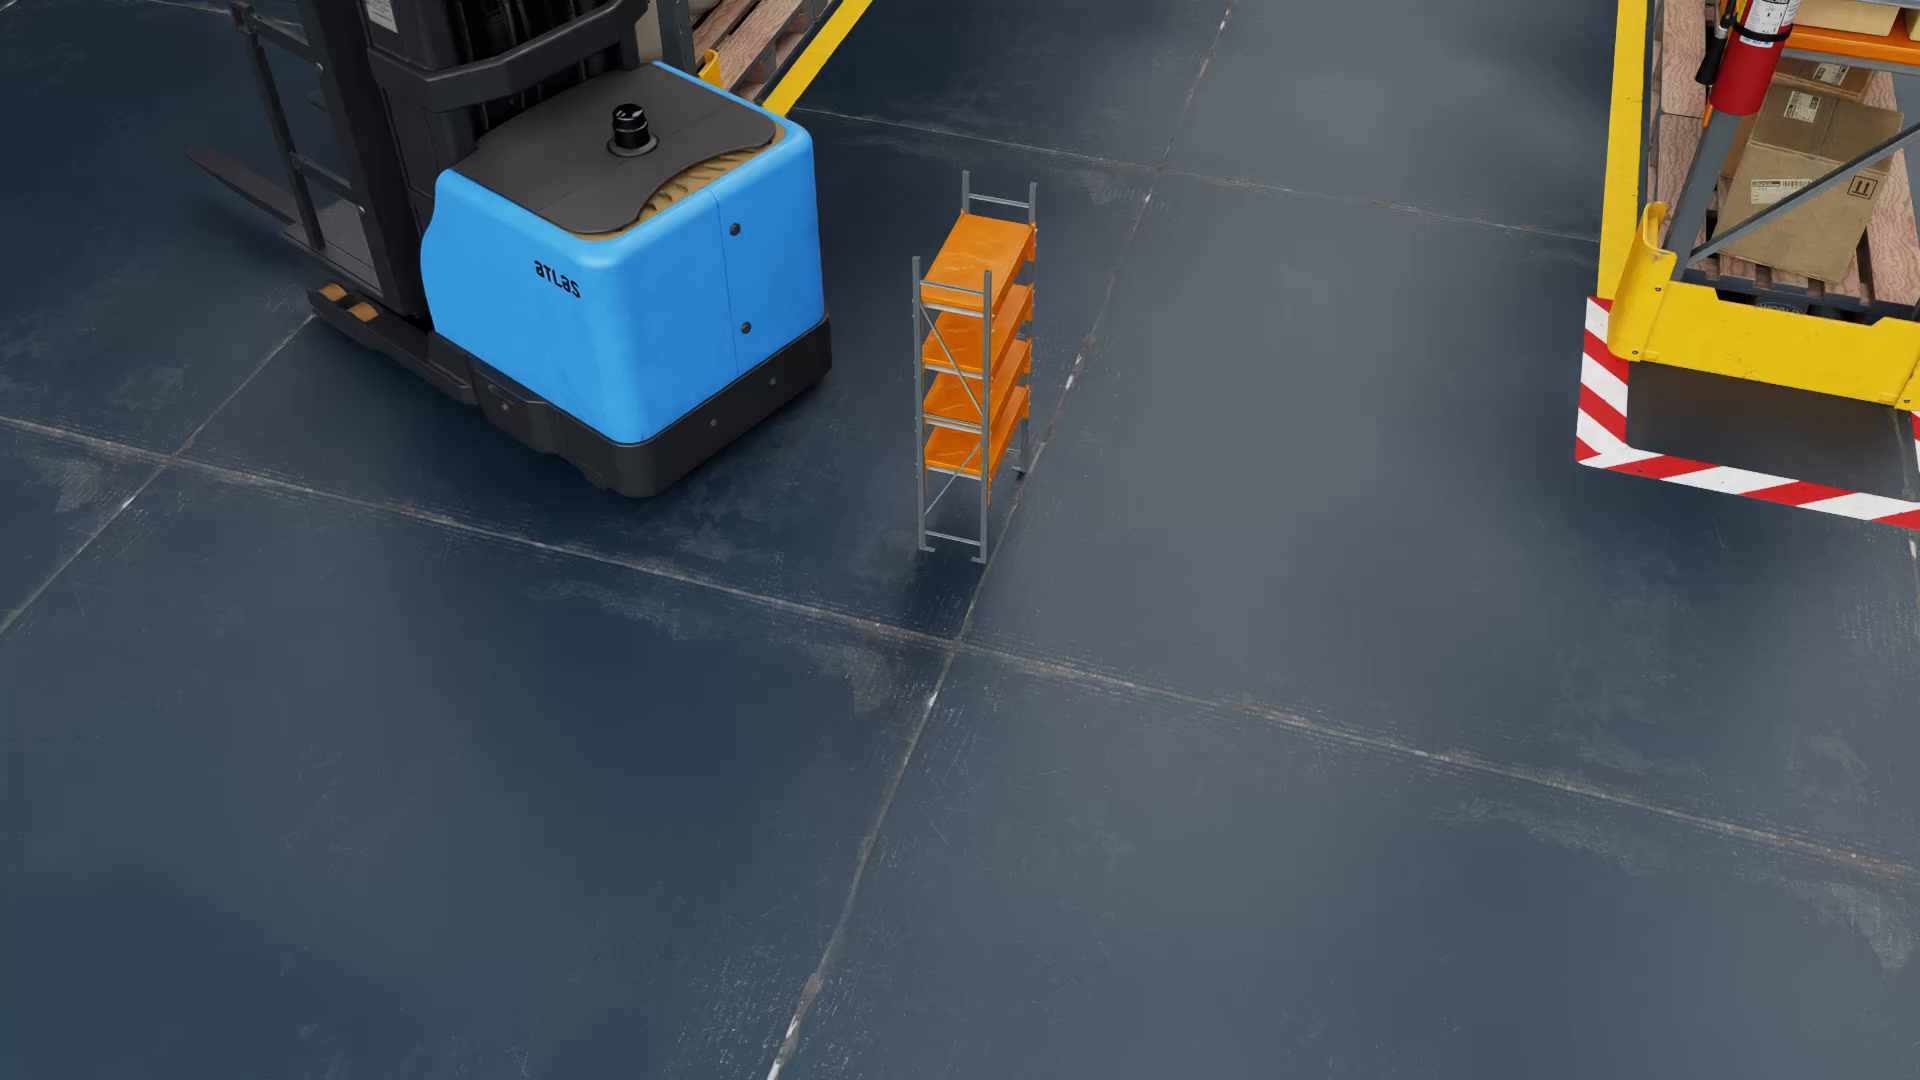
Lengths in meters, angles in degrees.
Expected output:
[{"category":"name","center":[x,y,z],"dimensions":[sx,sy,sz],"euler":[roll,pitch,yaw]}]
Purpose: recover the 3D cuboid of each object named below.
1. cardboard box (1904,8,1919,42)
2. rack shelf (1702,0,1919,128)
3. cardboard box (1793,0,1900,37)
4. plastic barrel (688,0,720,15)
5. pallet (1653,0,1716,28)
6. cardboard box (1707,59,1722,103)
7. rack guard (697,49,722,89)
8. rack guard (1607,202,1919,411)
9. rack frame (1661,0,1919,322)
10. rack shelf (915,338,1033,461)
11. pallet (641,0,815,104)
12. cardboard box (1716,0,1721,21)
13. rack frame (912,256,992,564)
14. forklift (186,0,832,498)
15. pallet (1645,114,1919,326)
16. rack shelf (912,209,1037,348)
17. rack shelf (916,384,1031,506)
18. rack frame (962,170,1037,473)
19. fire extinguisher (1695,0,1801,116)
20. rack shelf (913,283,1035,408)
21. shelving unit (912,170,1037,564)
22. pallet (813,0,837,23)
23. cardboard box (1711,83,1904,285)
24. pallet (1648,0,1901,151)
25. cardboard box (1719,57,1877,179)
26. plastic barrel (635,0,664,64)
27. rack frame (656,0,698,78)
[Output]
[{"category":"cardboard box","center":[3.421,-1.781,5.605],"dimensions":[0.380,0.149,0.250],"euler":[13,46,13]},{"category":"rack shelf","center":[3.713,-2.807,6.988],"dimensions":[1.077,0.370,4.000],"euler":[13,46,13]},{"category":"cardboard box","center":[2.997,-1.875,5.701],"dimensions":[0.380,0.149,0.250],"euler":[13,46,13]},{"category":"plastic barrel","center":[-1.335,-2.830,7.976],"dimensions":[0.421,0.512,0.421],"euler":[0,44,0]},{"category":"pallet","center":[4.149,-2.945,8.609],"dimensions":[1.003,0.211,1.213],"euler":[13,46,13]},{"category":"cardboard box","center":[3.668,-2.219,7.360],"dimensions":[0.500,0.500,0.500],"euler":[17,47,16]},{"category":"rack guard","center":[-1.635,-1.947,7.383],"dimensions":[1.175,0.500,0.348],"euler":[13,46,13]},{"category":"rack guard","center":[3.130,-0.888,6.300],"dimensions":[1.175,0.500,0.348],"euler":[13,46,13]},{"category":"rack frame","center":[3.107,-1.731,5.374],"dimensions":[1.000,3.000,0.127],"euler":[13,46,13]},{"category":"rack shelf","center":[0.050,-0.491,5.490],"dimensions":[0.258,0.148,0.480],"euler":[13,46,12]},{"category":"pallet","center":[-1.384,-2.384,8.036],"dimensions":[1.003,0.211,1.213],"euler":[13,46,13]},{"category":"cardboard box","center":[3.880,-2.582,7.731],"dimensions":[0.500,0.500,0.500],"euler":[9,45,9]},{"category":"rack frame","center":[-0.024,-0.377,5.277],"dimensions":[0.240,1.200,0.015],"euler":[13,46,12]},{"category":"forklift","center":[-1.946,-2.067,5.767],"dimensions":[3.031,2.935,1.130],"euler":[30,52,27]},{"category":"pallet","center":[3.410,-1.319,6.947],"dimensions":[1.003,0.211,1.213],"euler":[13,46,13]},{"category":"rack shelf","center":[0.050,-0.820,5.168],"dimensions":[0.258,0.148,0.480],"euler":[13,46,12]},{"category":"rack shelf","center":[0.050,-0.349,5.629],"dimensions":[0.258,0.148,0.480],"euler":[13,46,12]},{"category":"rack frame","center":[0.124,-0.702,5.609],"dimensions":[0.240,1.200,0.015],"euler":[13,46,12]},{"category":"fire extinguisher","center":[2.633,-1.725,5.423],"dimensions":[0.296,0.674,0.183],"euler":[13,46,13]},{"category":"rack shelf","center":[0.050,-0.651,5.334],"dimensions":[0.258,0.148,0.480],"euler":[13,46,12]},{"category":"shelving unit","center":[0.050,-0.539,5.443],"dimensions":[0.258,1.200,0.503],"euler":[13,46,12]},{"category":"pallet","center":[-1.013,-3.195,8.864],"dimensions":[1.003,0.211,1.213],"euler":[13,46,13]},{"category":"cardboard box","center":[3.312,-1.400,6.523],"dimensions":[0.500,0.500,0.500],"euler":[21,48,20]},{"category":"pallet","center":[3.781,-2.130,7.775],"dimensions":[1.003,0.211,1.213],"euler":[13,46,13]},{"category":"cardboard box","center":[3.460,-1.806,6.938],"dimensions":[0.500,0.500,0.500],"euler":[24,49,23]},{"category":"plastic barrel","center":[-1.487,-2.496,7.634],"dimensions":[0.421,0.512,0.421],"euler":[0,44,0]},{"category":"rack frame","center":[-1.613,-2.780,6.446],"dimensions":[1.000,3.000,0.127],"euler":[13,46,13]}]
